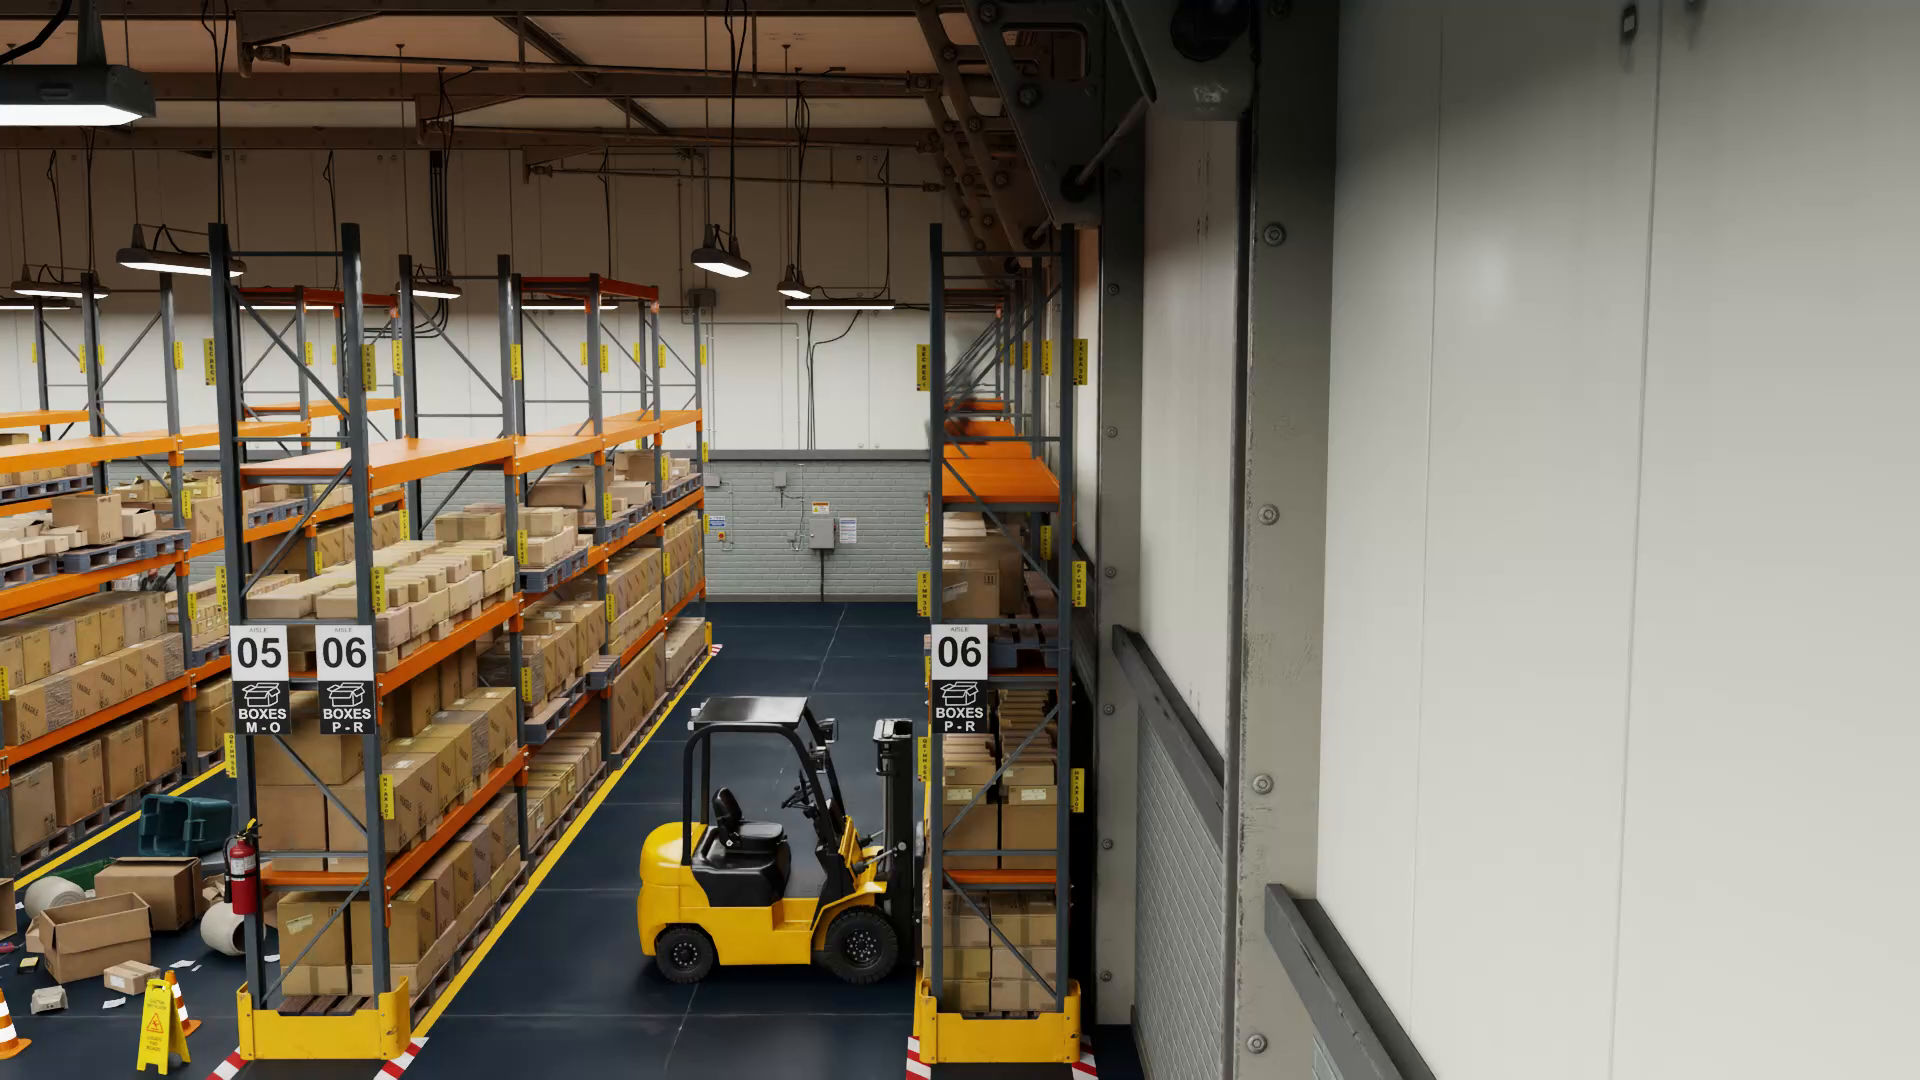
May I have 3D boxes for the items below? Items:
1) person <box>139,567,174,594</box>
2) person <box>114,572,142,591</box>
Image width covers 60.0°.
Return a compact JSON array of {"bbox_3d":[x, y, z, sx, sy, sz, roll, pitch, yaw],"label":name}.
[{"bbox_3d":[-12.953,1.220,26.758,0.653,1.736,0.677,0,7,-4],"label":"person"},{"bbox_3d":[-14.779,0.864,29.501,0.731,1.810,0.638,5,9,39],"label":"person"}]
